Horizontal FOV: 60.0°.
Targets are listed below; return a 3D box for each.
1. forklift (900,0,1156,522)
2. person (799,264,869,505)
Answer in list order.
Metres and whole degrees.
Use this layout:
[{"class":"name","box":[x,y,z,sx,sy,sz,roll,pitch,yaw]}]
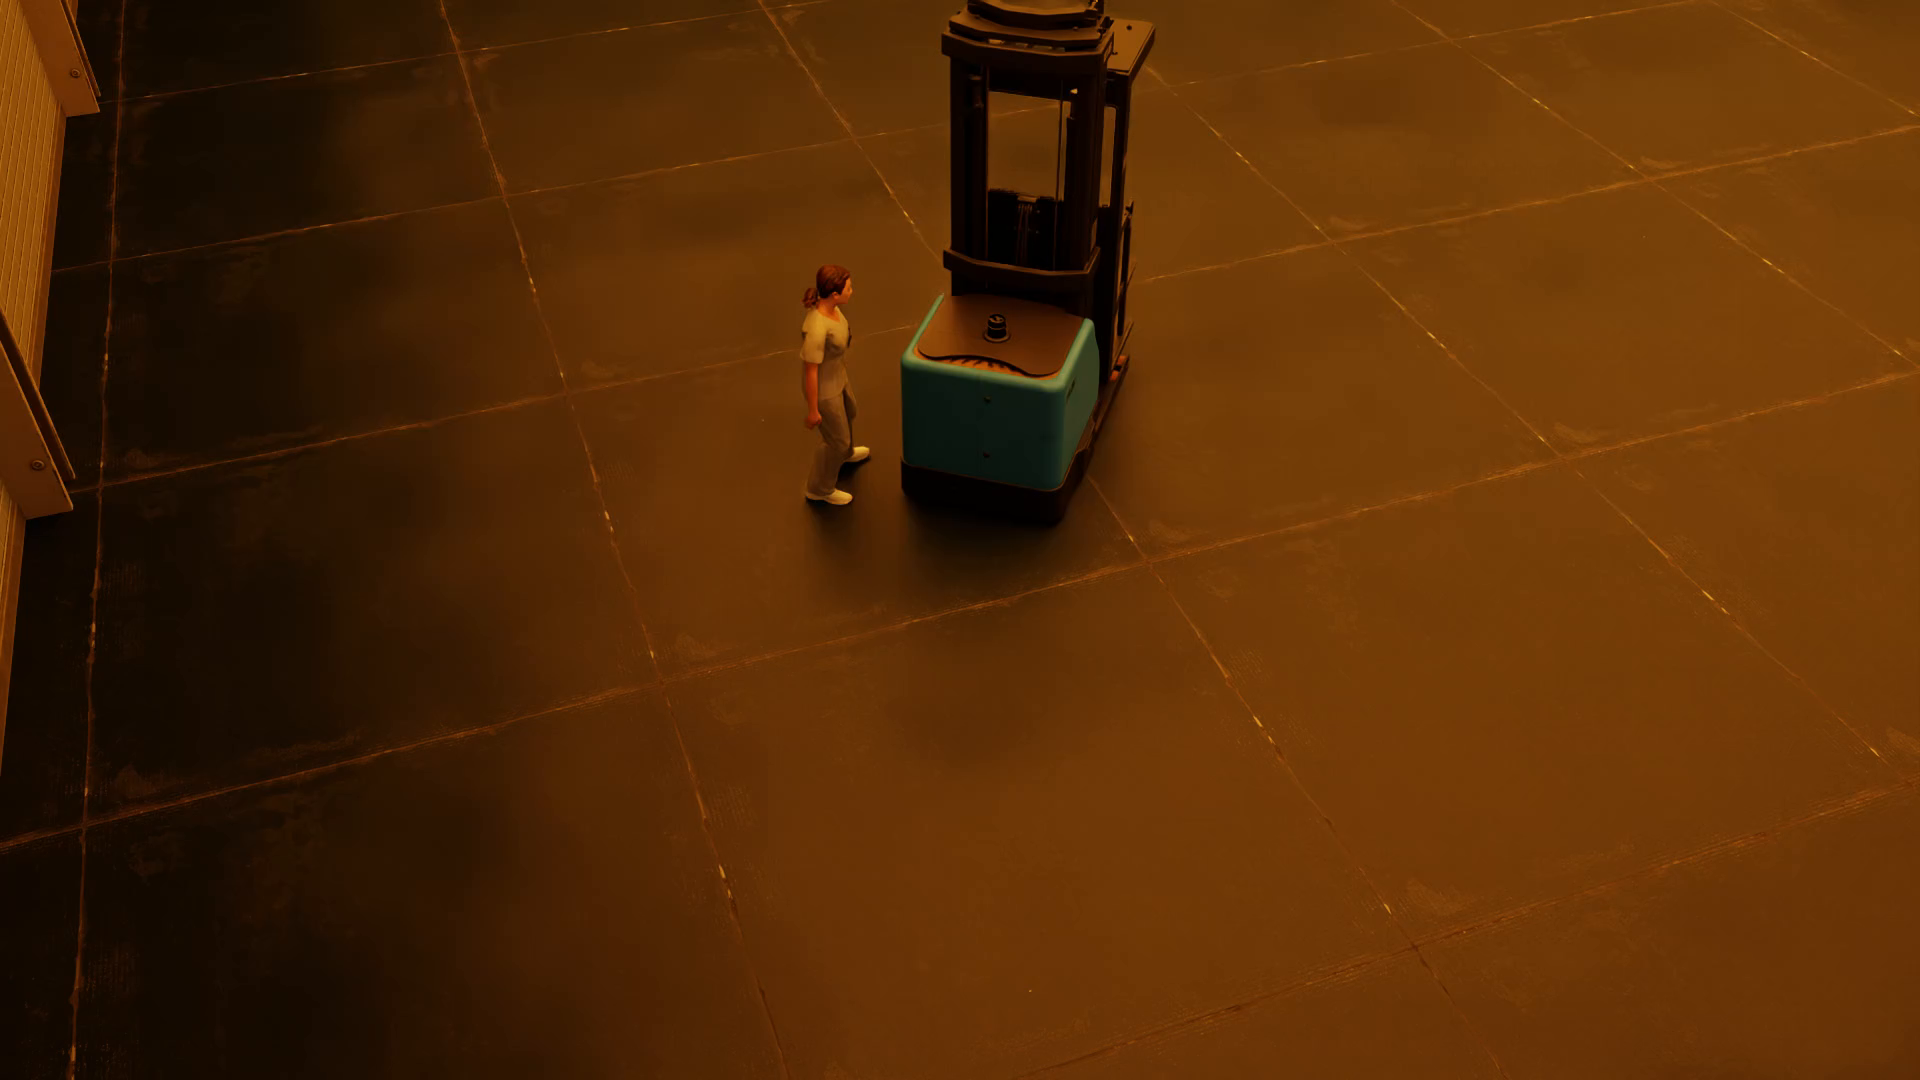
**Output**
[{"class":"forklift","box":[0.550,-2.194,10.609,1.130,2.935,3.031,11,41,13]},{"class":"person","box":[-0.796,-0.974,10.159,0.363,1.648,0.749,2,40,3]}]
